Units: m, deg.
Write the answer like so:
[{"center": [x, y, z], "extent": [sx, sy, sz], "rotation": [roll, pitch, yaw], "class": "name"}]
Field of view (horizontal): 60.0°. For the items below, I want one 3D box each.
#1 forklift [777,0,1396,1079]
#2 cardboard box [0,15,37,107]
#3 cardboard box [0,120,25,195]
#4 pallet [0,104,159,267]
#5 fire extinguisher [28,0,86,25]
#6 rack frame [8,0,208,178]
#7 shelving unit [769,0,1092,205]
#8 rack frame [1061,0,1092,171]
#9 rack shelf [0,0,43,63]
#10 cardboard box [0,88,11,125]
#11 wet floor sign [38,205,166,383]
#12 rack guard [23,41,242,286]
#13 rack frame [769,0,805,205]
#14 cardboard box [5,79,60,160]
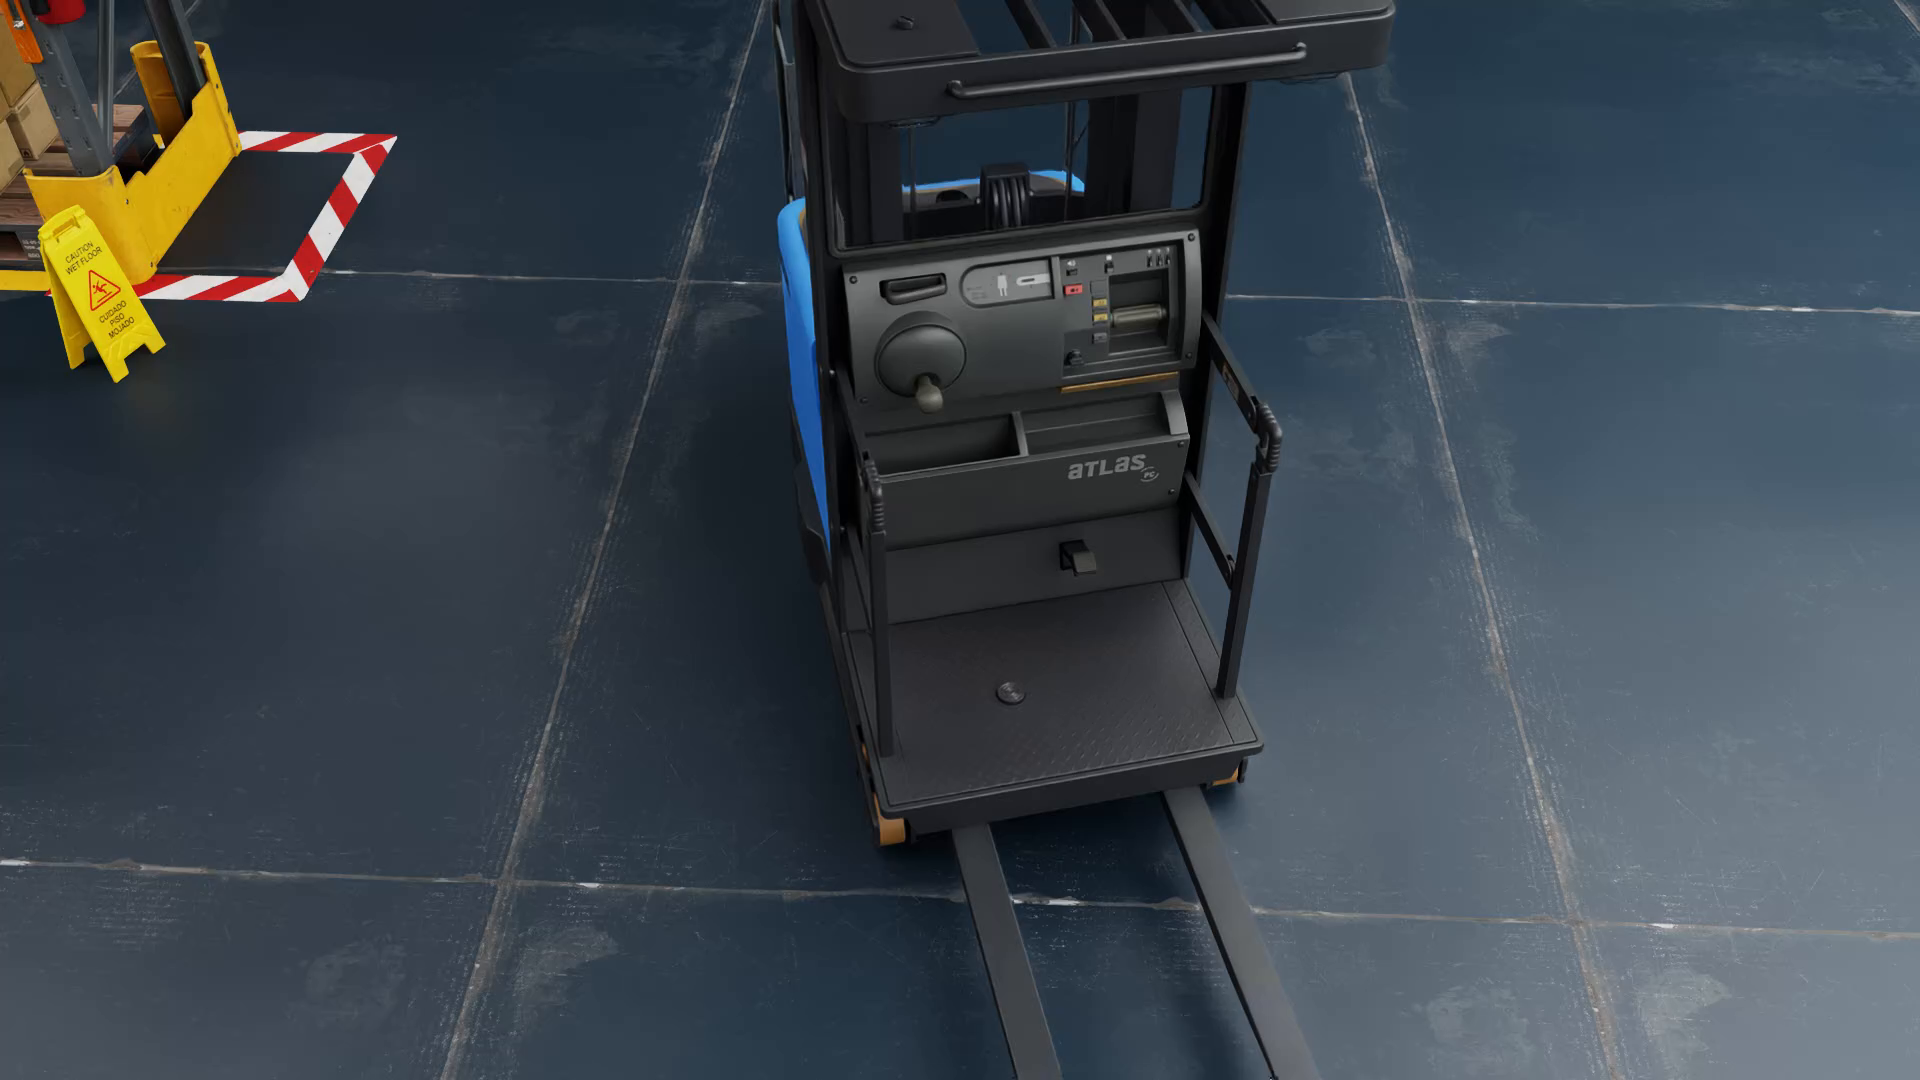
[{"center": [0.219, -0.479, 4.114], "extent": [1.130, 2.935, 3.031], "rotation": [-9, 44, -9], "class": "forklift"}, {"center": [-4.258, -2.184, 7.053], "extent": [0.500, 0.500, 0.500], "rotation": [0, 43, 0], "class": "cardboard box"}, {"center": [-4.284, -1.539, 6.910], "extent": [0.500, 0.250, 0.500], "rotation": [2, 43, 2], "class": "cardboard box"}, {"center": [-4.326, -1.580, 7.291], "extent": [1.213, 0.211, 1.003], "rotation": [2, 43, 2], "class": "pallet"}, {"center": [-3.347, -2.203, 5.971], "extent": [0.183, 0.674, 0.296], "rotation": [2, 43, 2], "class": "fire extinguisher"}, {"center": [-3.440, -2.549, 6.286], "extent": [0.127, 3.000, 1.000], "rotation": [2, 43, 2], "class": "rack frame"}, {"center": [-0.069, -1.146, 5.880], "extent": [1.048, 1.500, 0.538], "rotation": [-7, 43, -8], "class": "shelving unit"}, {"center": [0.431, -1.210, 5.949], "extent": [0.032, 1.500, 0.500], "rotation": [-7, 43, -8], "class": "rack frame"}, {"center": [-5.438, -2.347, 6.597], "extent": [4.000, 0.370, 1.077], "rotation": [2, 43, 2], "class": "rack shelf"}, {"center": [-4.253, -1.818, 6.660], "extent": [0.500, 0.500, 0.500], "rotation": [2, 43, 2], "class": "cardboard box"}, {"center": [-3.299, -0.953, 6.300], "extent": [0.232, 0.644, 0.267], "rotation": [16, 45, 16], "class": "wet floor sign"}, {"center": [-3.516, -1.637, 7.140], "extent": [0.348, 0.500, 1.175], "rotation": [2, 43, 2], "class": "rack guard"}, {"center": [-0.568, -1.083, 5.812], "extent": [0.032, 1.500, 0.500], "rotation": [-7, 43, -8], "class": "rack frame"}, {"center": [-4.234, -1.910, 7.308], "extent": [0.500, 0.250, 0.500], "rotation": [1, 43, 2], "class": "cardboard box"}]
